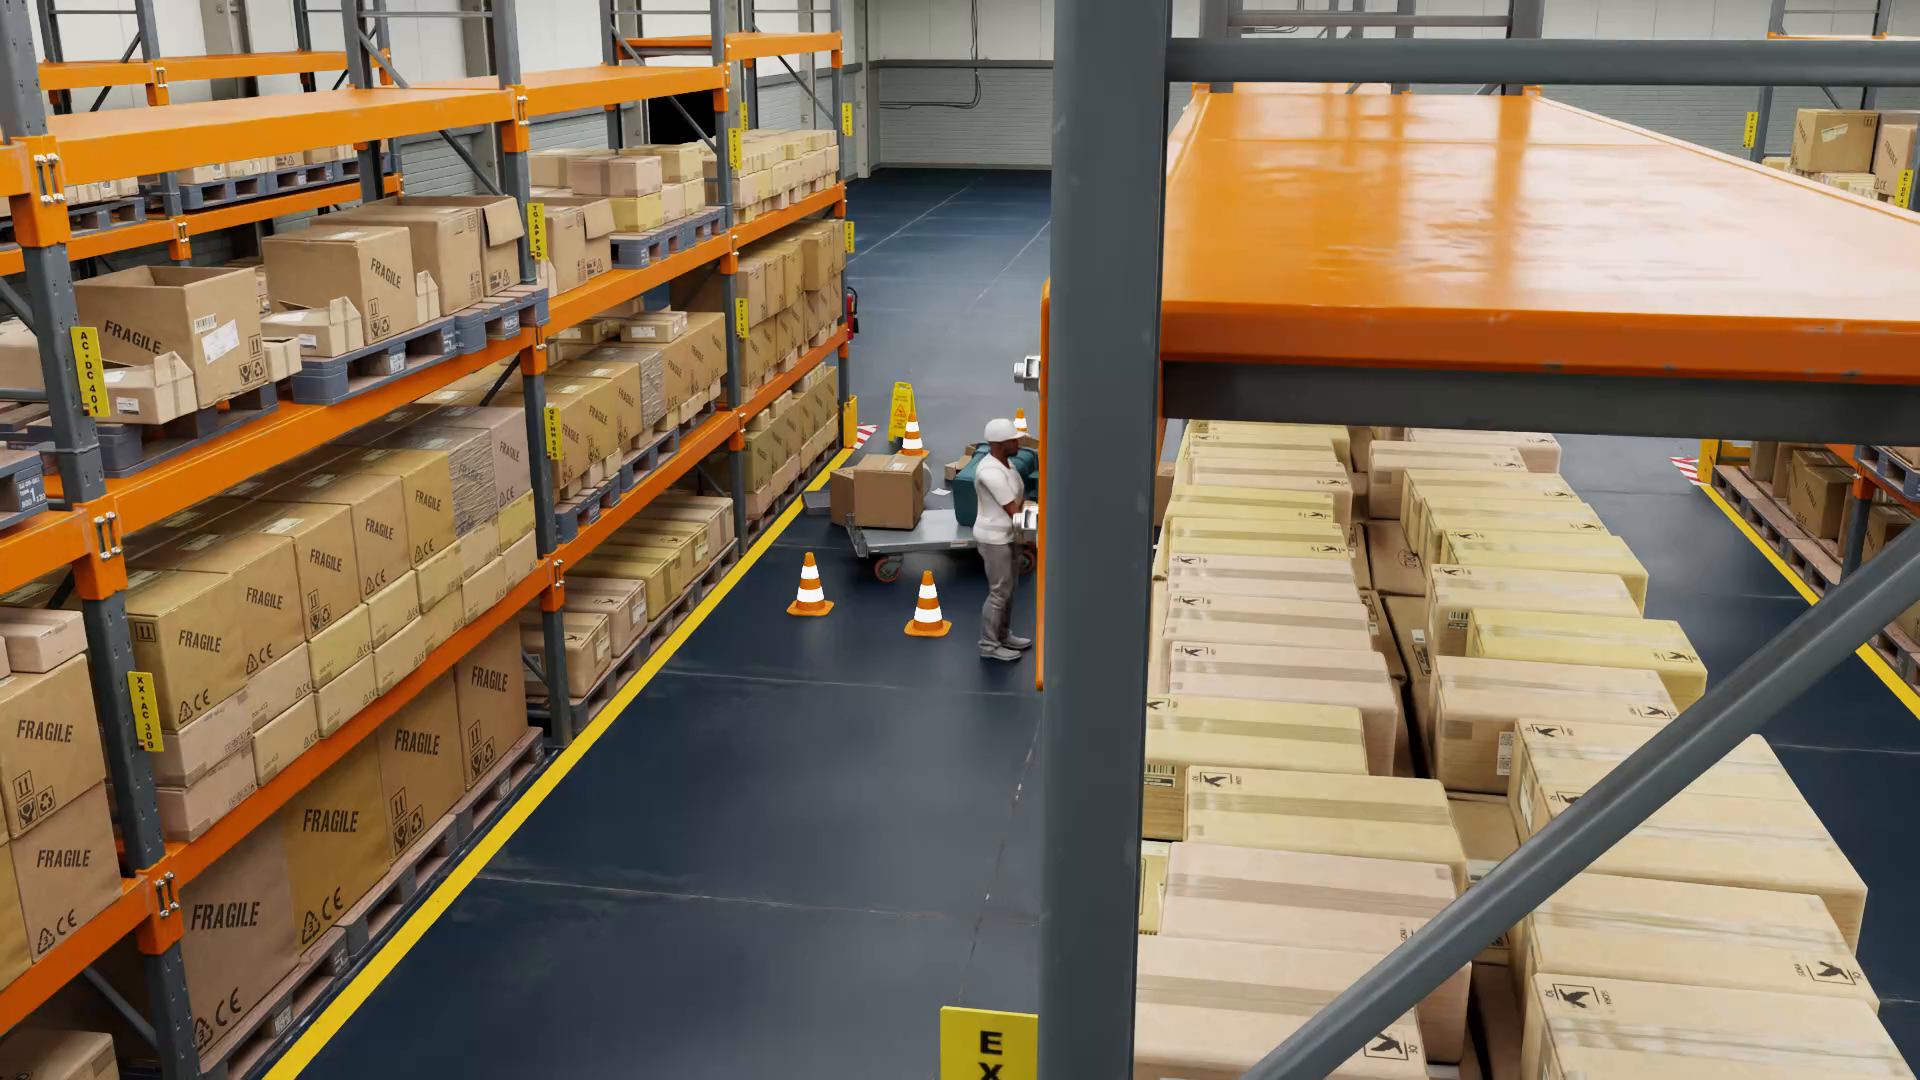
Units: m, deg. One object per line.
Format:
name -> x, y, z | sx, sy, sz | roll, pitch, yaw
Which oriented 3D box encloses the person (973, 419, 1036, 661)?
person -> 0.380, -0.015, 12.063 | 0.563, 1.763, 0.505 | 3, 18, 8
